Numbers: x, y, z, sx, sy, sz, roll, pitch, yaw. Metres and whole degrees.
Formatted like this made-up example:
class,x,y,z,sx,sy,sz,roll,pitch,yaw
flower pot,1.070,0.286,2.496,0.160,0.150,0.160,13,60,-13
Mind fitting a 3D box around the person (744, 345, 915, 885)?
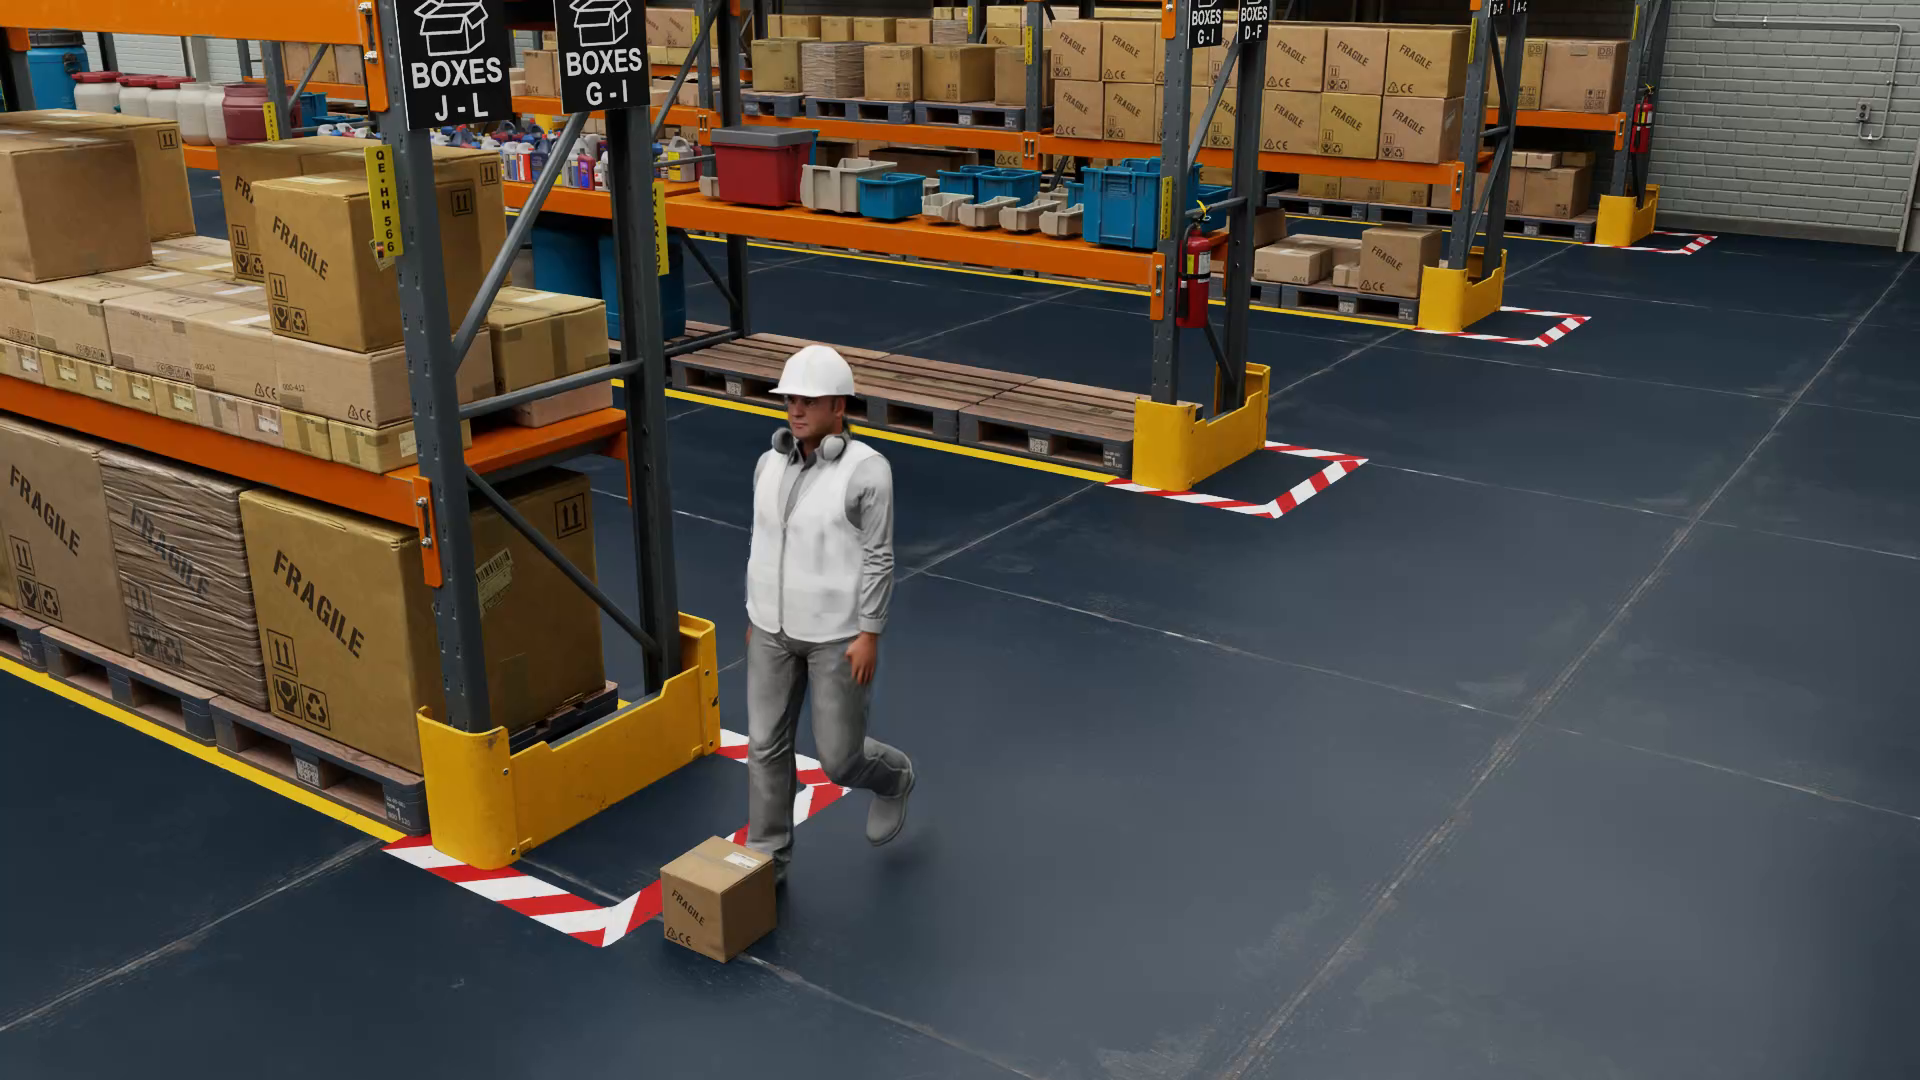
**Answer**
class,x,y,z,sx,sy,sz,roll,pitch,yaw
person,-0.476,0.272,5.264,0.546,1.755,0.758,11,22,28
